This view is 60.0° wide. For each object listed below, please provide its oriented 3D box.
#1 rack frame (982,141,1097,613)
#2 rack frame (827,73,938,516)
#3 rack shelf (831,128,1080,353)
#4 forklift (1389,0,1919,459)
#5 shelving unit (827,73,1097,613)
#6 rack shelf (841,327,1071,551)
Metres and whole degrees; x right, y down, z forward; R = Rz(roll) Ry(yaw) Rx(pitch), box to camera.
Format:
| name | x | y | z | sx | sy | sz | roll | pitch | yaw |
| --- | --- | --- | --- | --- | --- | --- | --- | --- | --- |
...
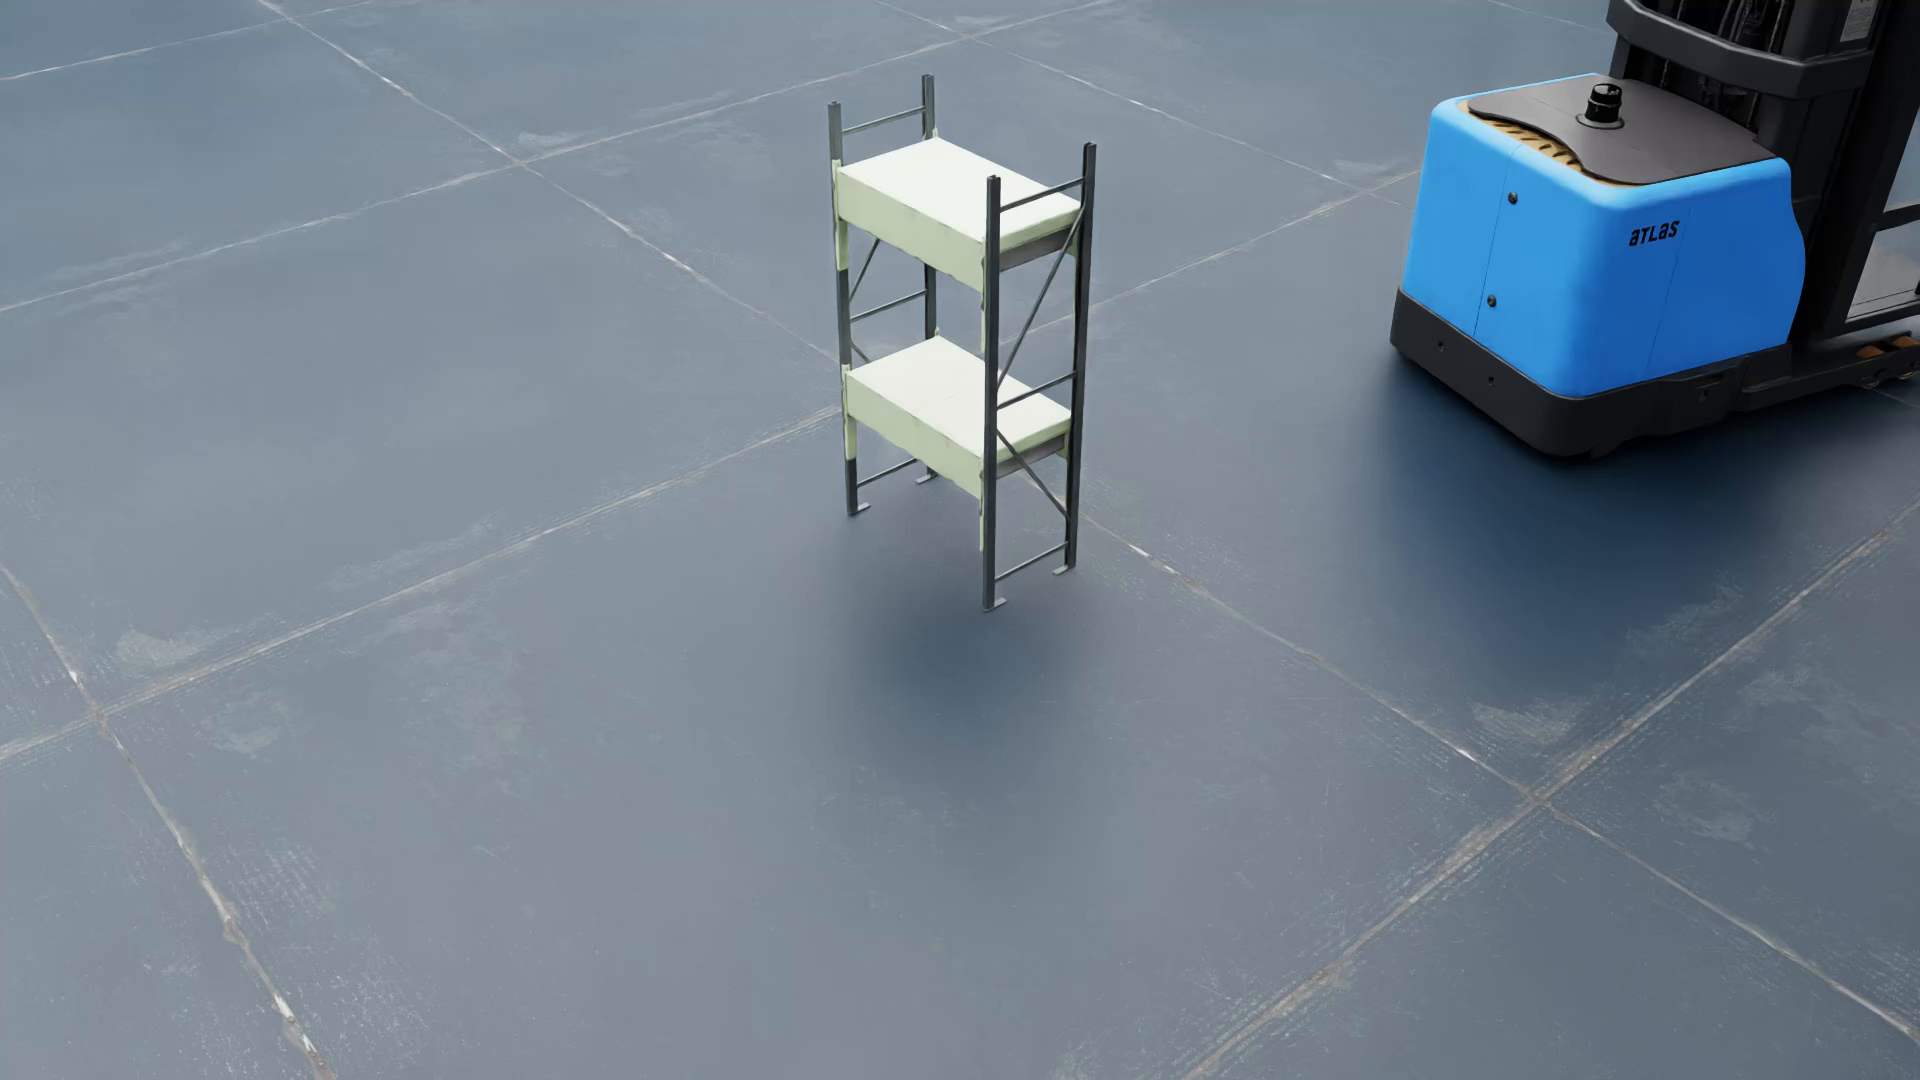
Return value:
| name | x | y | z | sx | sy | sz | roll | pitch | yaw |
| --- | --- | --- | --- | --- | --- | --- | --- | --- | --- |
| rack frame | 0.232 | -0.453 | 5.093 | 0.400 | 1.500 | 0.023 | -26 | 43 | -32 |
| rack frame | -0.241 | -0.777 | 5.549 | 0.400 | 1.500 | 0.023 | -26 | 43 | -32 |
| rack shelf | -0.004 | -0.933 | 5.095 | 0.431 | 0.370 | 0.720 | -26 | 43 | -32 |
| forklift | 3.310 | -2.058 | 6.120 | 3.031 | 2.935 | 1.130 | -15 | 38 | -20 |
| shelving unit | -0.004 | -0.615 | 5.321 | 0.431 | 1.500 | 0.755 | -26 | 43 | -32 |
| rack shelf | -0.004 | -0.349 | 5.509 | 0.431 | 0.370 | 0.720 | -26 | 43 | -32 |
